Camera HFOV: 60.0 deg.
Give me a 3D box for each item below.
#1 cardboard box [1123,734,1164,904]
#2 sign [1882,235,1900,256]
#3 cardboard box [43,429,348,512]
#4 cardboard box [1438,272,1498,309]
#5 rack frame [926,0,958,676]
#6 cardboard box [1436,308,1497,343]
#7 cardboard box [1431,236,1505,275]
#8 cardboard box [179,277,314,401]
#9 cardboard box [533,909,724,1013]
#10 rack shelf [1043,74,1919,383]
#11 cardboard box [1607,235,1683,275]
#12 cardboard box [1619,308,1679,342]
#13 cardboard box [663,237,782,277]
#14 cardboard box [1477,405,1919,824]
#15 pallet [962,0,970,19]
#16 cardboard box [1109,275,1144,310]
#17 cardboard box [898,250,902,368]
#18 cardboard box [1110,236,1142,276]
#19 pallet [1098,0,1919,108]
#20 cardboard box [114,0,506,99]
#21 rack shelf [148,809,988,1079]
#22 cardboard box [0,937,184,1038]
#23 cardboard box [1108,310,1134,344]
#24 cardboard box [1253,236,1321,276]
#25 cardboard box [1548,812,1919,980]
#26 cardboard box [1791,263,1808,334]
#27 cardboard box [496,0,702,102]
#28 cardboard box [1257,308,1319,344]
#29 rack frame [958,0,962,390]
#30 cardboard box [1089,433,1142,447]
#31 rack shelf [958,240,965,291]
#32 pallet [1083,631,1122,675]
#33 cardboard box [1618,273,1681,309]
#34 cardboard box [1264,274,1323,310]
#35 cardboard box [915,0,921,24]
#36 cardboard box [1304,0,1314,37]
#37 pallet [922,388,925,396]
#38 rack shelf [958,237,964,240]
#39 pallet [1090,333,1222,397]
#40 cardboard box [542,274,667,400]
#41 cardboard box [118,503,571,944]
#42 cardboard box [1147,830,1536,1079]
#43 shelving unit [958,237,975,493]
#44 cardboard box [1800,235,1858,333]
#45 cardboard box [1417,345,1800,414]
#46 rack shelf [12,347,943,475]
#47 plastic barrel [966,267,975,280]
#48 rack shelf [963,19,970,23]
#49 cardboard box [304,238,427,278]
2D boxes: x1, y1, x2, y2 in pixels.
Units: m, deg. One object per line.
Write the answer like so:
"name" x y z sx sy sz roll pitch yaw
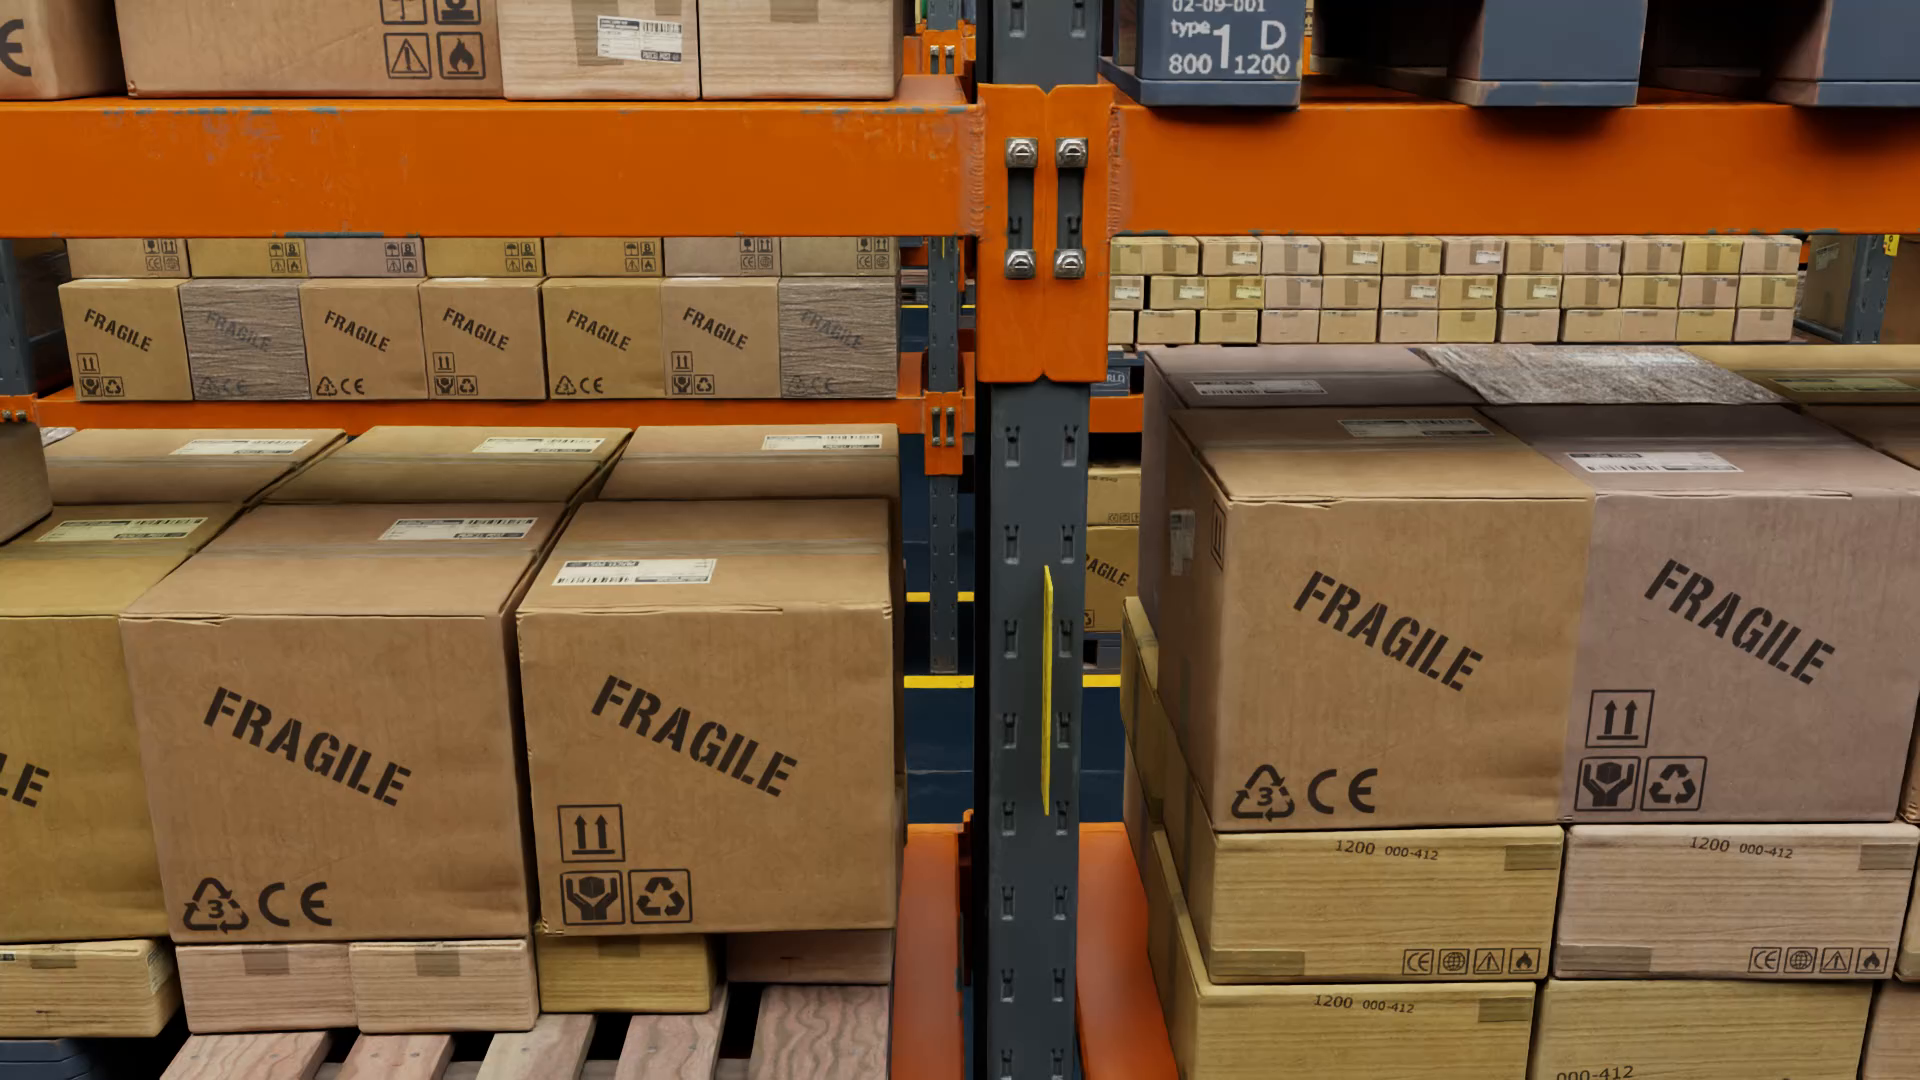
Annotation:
"cardboard box" 0.600 0.540 3.198 0.500 0.250 0.500 -1 18 -3
"sign" 3.931 -1.362 6.986 0.005 0.325 0.100 0 18 -1
"cardboard box" -1.407 0.102 2.980 0.500 0.500 0.500 0 18 0
"cardboard box" 2.206 -1.132 7.403 0.250 0.149 0.380 0 18 -1
"rack frame" -0.081 -0.961 7.632 0.127 3.000 1.000 0 18 -1
"cardboard box" 2.222 -0.991 7.449 0.250 0.149 0.380 0 18 2
"cardboard box" 2.217 -1.276 7.364 0.250 0.149 0.380 -1 18 -3
"cardboard box" -3.045 -0.912 7.316 0.500 0.500 0.500 0 18 0
"cardboard box" -0.492 0.567 2.593 0.250 0.149 0.380 0 18 0
"rack shelf" 2.098 -0.545 2.602 4.000 0.370 1.077 0 18 -1
"cardboard box" 2.994 -1.280 7.376 0.250 0.149 0.380 -1 18 -3
"cardboard box" 3.016 -0.996 7.465 0.250 0.149 0.380 0 18 -1
"cardboard box" -1.035 -1.482 7.457 0.500 0.500 0.700 -1 18 -2
"cardboard box" 1.091 0.094 2.543 0.500 0.500 0.500 0 18 -1
"pallet" 0.630 -5.301 16.560 1.213 0.211 1.003 0 18 -1
"cardboard box" 0.677 -1.126 7.382 0.250 0.149 0.380 1 18 2
"cardboard box" -0.534 -1.089 7.867 0.500 0.500 0.500 0 18 0
"cardboard box" 0.653 -1.269 7.344 0.250 0.149 0.380 -1 18 -2
"pallet" 0.741 -0.807 2.551 1.003 0.211 1.213 1 18 2
"cardboard box" -0.849 -0.924 2.442 0.500 0.500 0.700 0 18 -1
"rack shelf" -1.901 0.903 3.000 4.000 0.370 1.077 0 18 -1
"cardboard box" -1.270 0.586 2.532 0.250 0.149 0.380 0 18 0
"cardboard box" 0.638 -0.983 7.424 0.250 0.149 0.380 1 18 2
"cardboard box" 1.434 -1.272 7.353 0.250 0.149 0.380 1 18 2
"cardboard box" 1.126 0.455 2.646 0.500 0.250 0.500 0 18 0
"cardboard box" 6.393 -1.671 12.637 0.875 0.875 0.875 0 18 -1
"cardboard box" -0.462 -0.689 2.284 0.250 0.149 0.380 0 18 -1
"cardboard box" 1.444 -0.988 7.440 0.250 0.149 0.380 0 18 1
"rack frame" -0.058 -2.476 12.355 0.127 3.000 1.000 0 18 -1
"cardboard box" 0.599 -0.411 8.095 0.500 0.250 0.500 -1 18 -2
"rack shelf" 1.942 -2.143 12.495 4.000 0.370 1.077 0 18 -1
"pallet" 0.701 0.364 8.068 1.213 0.211 1.003 0 18 -1
"cardboard box" 3.013 -1.138 7.420 0.250 0.149 0.380 0 18 2
"cardboard box" 1.445 -1.130 7.397 0.250 0.149 0.380 0 18 -1
"cardboard box" -0.529 -3.756 11.679 0.500 0.250 0.500 0 18 -1
"cardboard box" 1.494 -2.367 6.940 0.500 0.500 0.500 0 18 -1
"pallet" -0.839 -1.145 12.771 1.213 0.211 1.003 0 18 -1
"rack shelf" 0.166 -1.654 9.020 0.480 0.518 0.431 0 18 -1
"pallet" 0.630 -0.905 7.773 1.003 0.211 1.213 0 18 -1
"cardboard box" -1.525 -0.920 7.340 0.500 0.500 0.500 -1 18 -2
"cardboard box" -0.868 0.254 2.506 0.500 0.500 0.500 -1 18 -2
"cardboard box" 0.592 0.697 2.711 0.500 0.250 0.500 -1 18 -2
"shelving unit" 0.166 -1.001 9.229 0.503 2.100 0.431 0 18 -1
"cardboard box" 4.398 -1.258 7.907 0.500 0.500 0.500 0 18 -1
"cardboard box" 1.124 -0.060 3.025 0.500 0.500 0.500 0 18 0
"rack shelf" -2.080 -0.608 7.711 4.000 0.370 1.077 0 18 -1
"plastic barrel" 0.353 -3.163 17.362 0.708 0.830 0.600 0 18 -1
"rack shelf" 1.864 -5.084 16.753 4.000 0.370 1.077 0 18 -1
"cardboard box" -2.564 -1.475 7.433 0.500 0.500 0.700 0 18 0
